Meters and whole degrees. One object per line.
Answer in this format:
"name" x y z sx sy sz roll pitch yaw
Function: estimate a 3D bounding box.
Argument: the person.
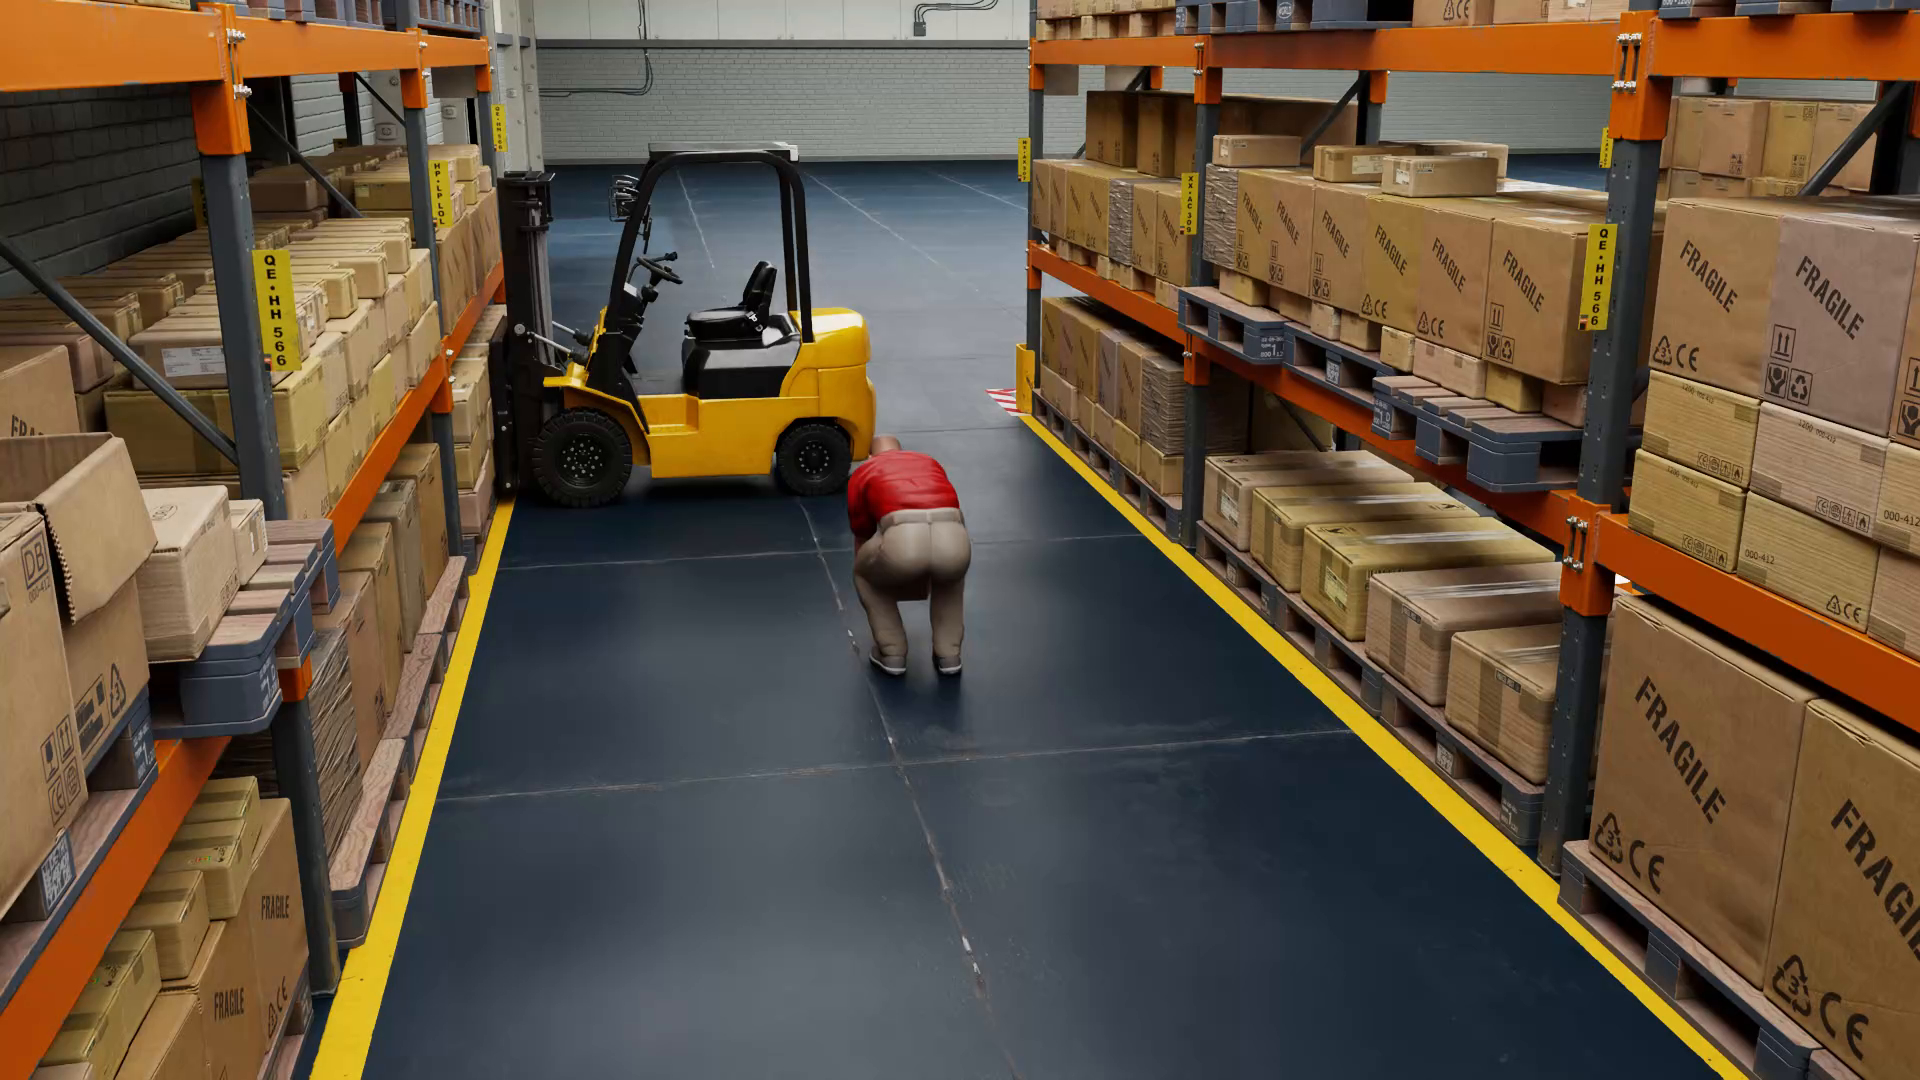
"person" -0.239 0.067 7.679 0.528 0.982 0.864 -4 17 -13
